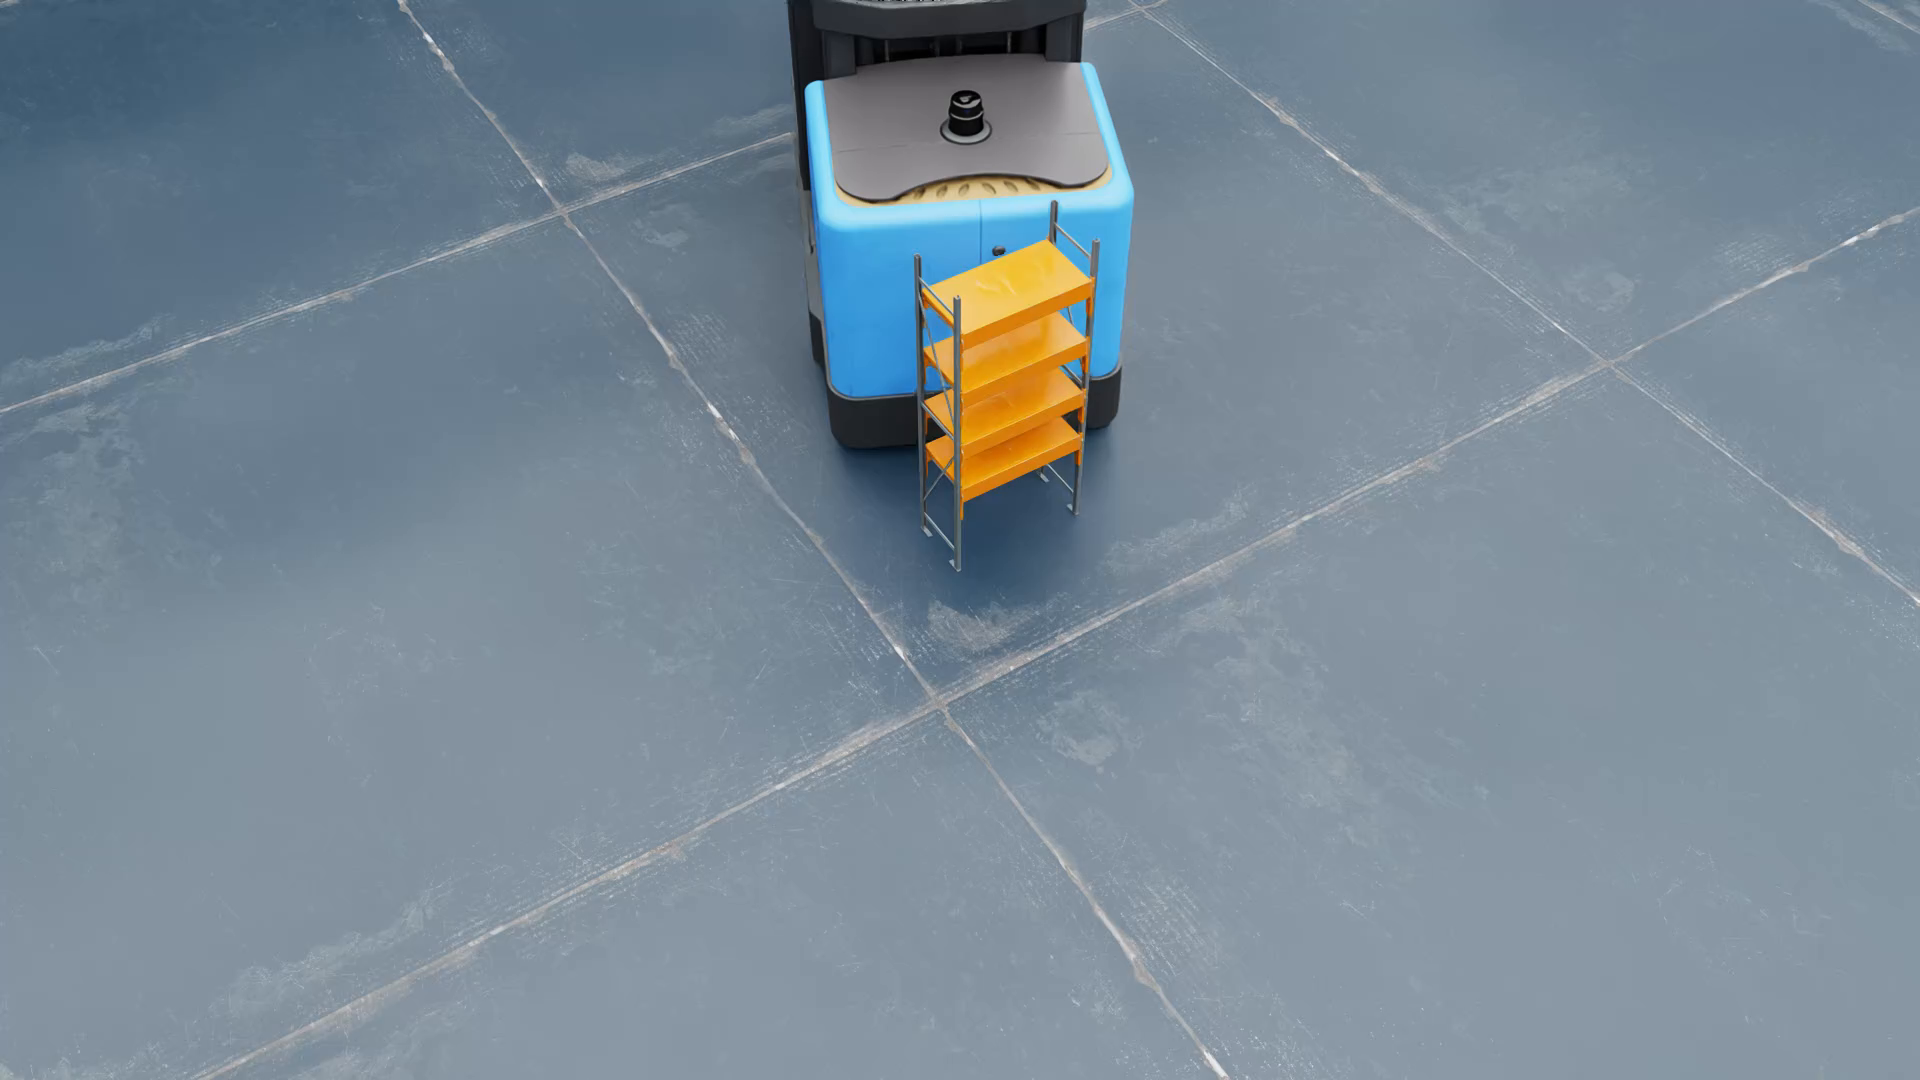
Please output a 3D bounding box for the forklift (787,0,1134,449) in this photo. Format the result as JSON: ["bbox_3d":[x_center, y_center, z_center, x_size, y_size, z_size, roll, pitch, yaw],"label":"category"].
[{"bbox_3d":[-0.118,-2.415,5.938,1.130,2.935,3.031,-5,49,-5],"label":"forklift"}]

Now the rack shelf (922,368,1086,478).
[{"bbox_3d":[0.140,-0.420,5.411,0.480,0.148,0.258,-25,53,-21],"label":"rack shelf"}]

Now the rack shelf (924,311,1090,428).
[{"bbox_3d":[0.140,-0.569,5.244,0.480,0.148,0.258,-25,53,-21],"label":"rack shelf"}]

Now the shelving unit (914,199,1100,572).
[{"bbox_3d":[0.140,-0.465,5.361,0.503,1.200,0.258,-25,53,-21],"label":"shelving unit"}]

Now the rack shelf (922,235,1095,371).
[{"bbox_3d":[0.140,-0.726,5.067,0.480,0.148,0.258,-25,53,-21],"label":"rack shelf"}]

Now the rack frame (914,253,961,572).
[{"bbox_3d":[-0.066,-0.368,5.274,0.015,1.200,0.240,-25,53,-21],"label":"rack frame"}]

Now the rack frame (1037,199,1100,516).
[{"bbox_3d":[0.346,-0.562,5.447,0.015,1.200,0.240,-25,53,-21],"label":"rack frame"}]

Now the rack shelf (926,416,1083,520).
[{"bbox_3d":[0.140,-0.288,5.559,0.480,0.148,0.258,-25,53,-21],"label":"rack shelf"}]
